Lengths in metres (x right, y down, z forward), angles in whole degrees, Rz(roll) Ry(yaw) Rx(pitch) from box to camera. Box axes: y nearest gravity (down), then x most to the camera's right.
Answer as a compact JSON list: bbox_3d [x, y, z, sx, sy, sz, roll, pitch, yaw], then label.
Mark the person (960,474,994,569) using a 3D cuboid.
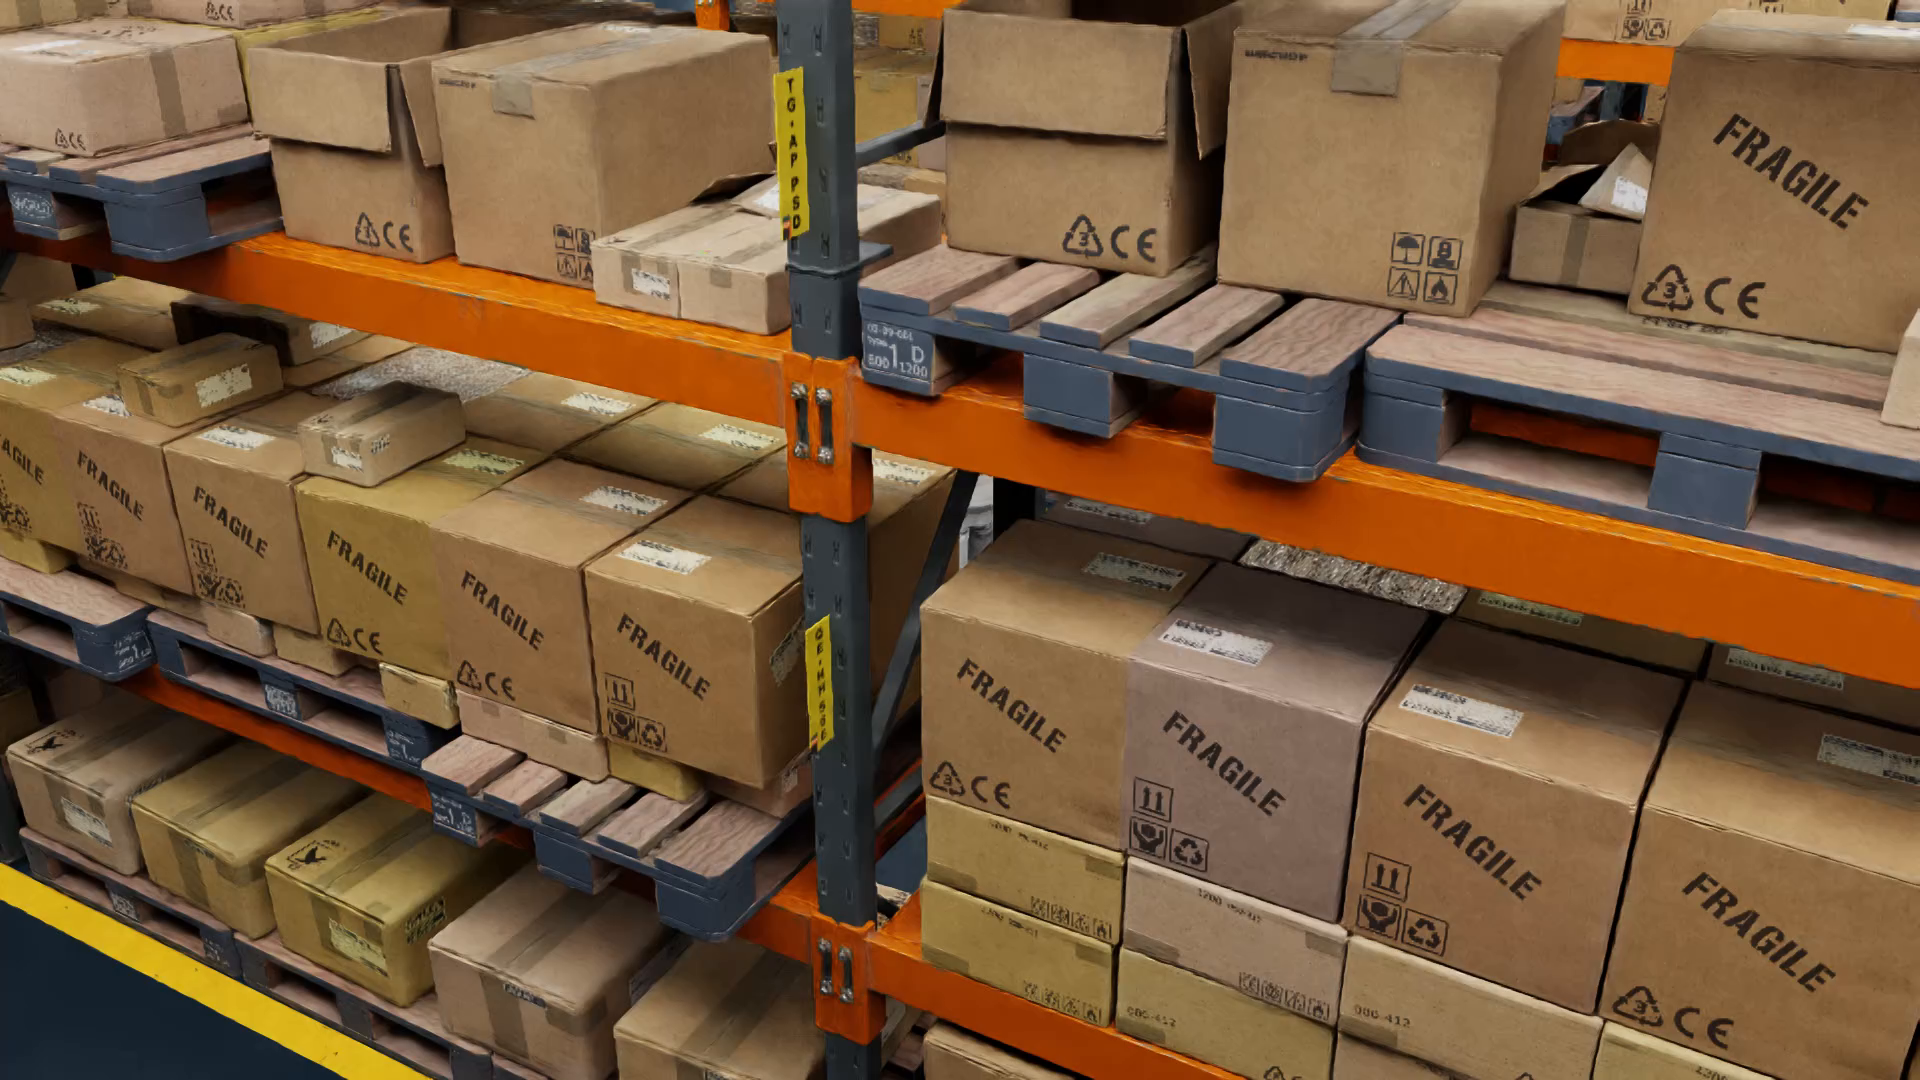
[{"bbox_3d":[0.008,-0.160,7.408,0.581,1.788,0.600,-14,30,-27],"label":"person"}]
